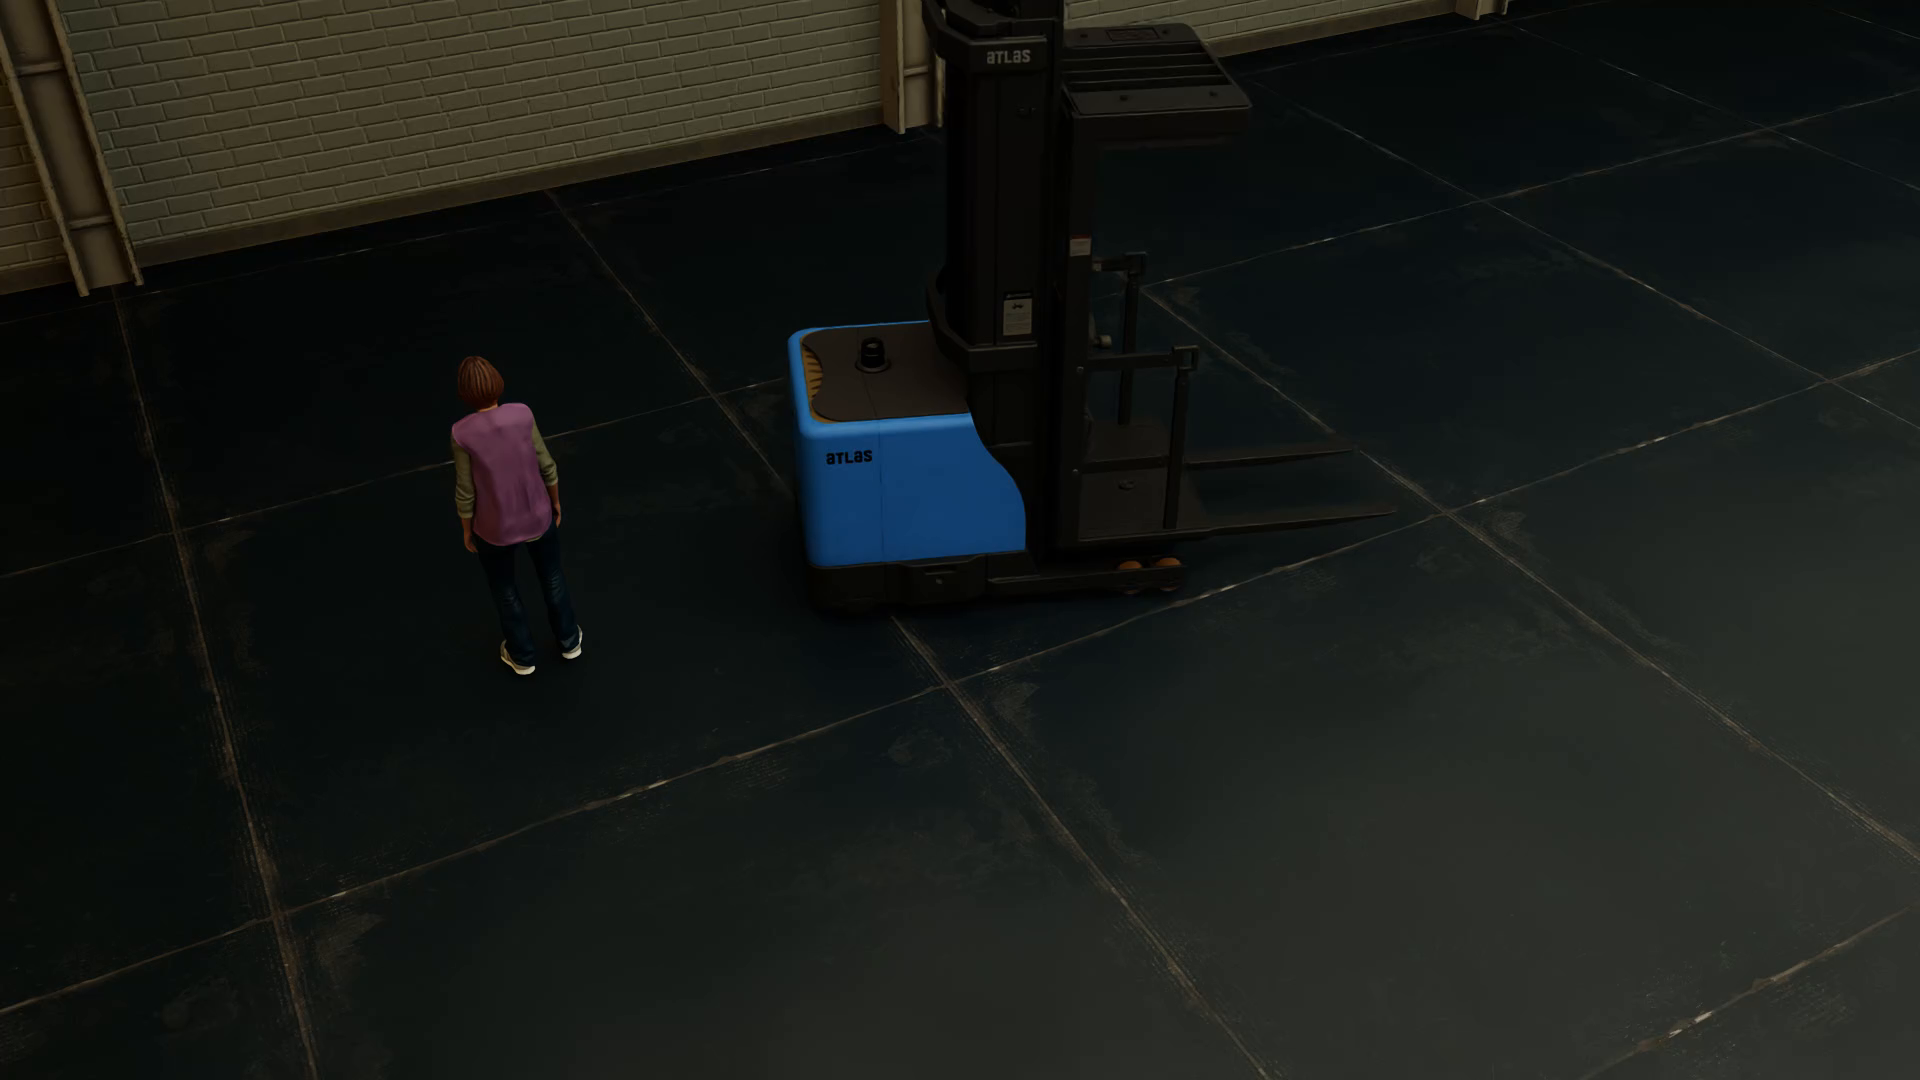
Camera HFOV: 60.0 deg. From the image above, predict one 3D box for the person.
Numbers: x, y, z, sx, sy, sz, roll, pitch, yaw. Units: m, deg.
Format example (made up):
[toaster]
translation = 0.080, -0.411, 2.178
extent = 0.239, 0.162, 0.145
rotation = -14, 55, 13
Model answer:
[person]
translation = -1.988, -0.086, 7.406
extent = 0.474, 1.592, 0.347
rotation = -18, 39, -24

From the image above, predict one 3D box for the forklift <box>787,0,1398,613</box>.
[forklift]
translation = 0.690, -1.224, 7.855
extent = 3.031, 2.935, 1.130
rotation = -5, 36, -7
